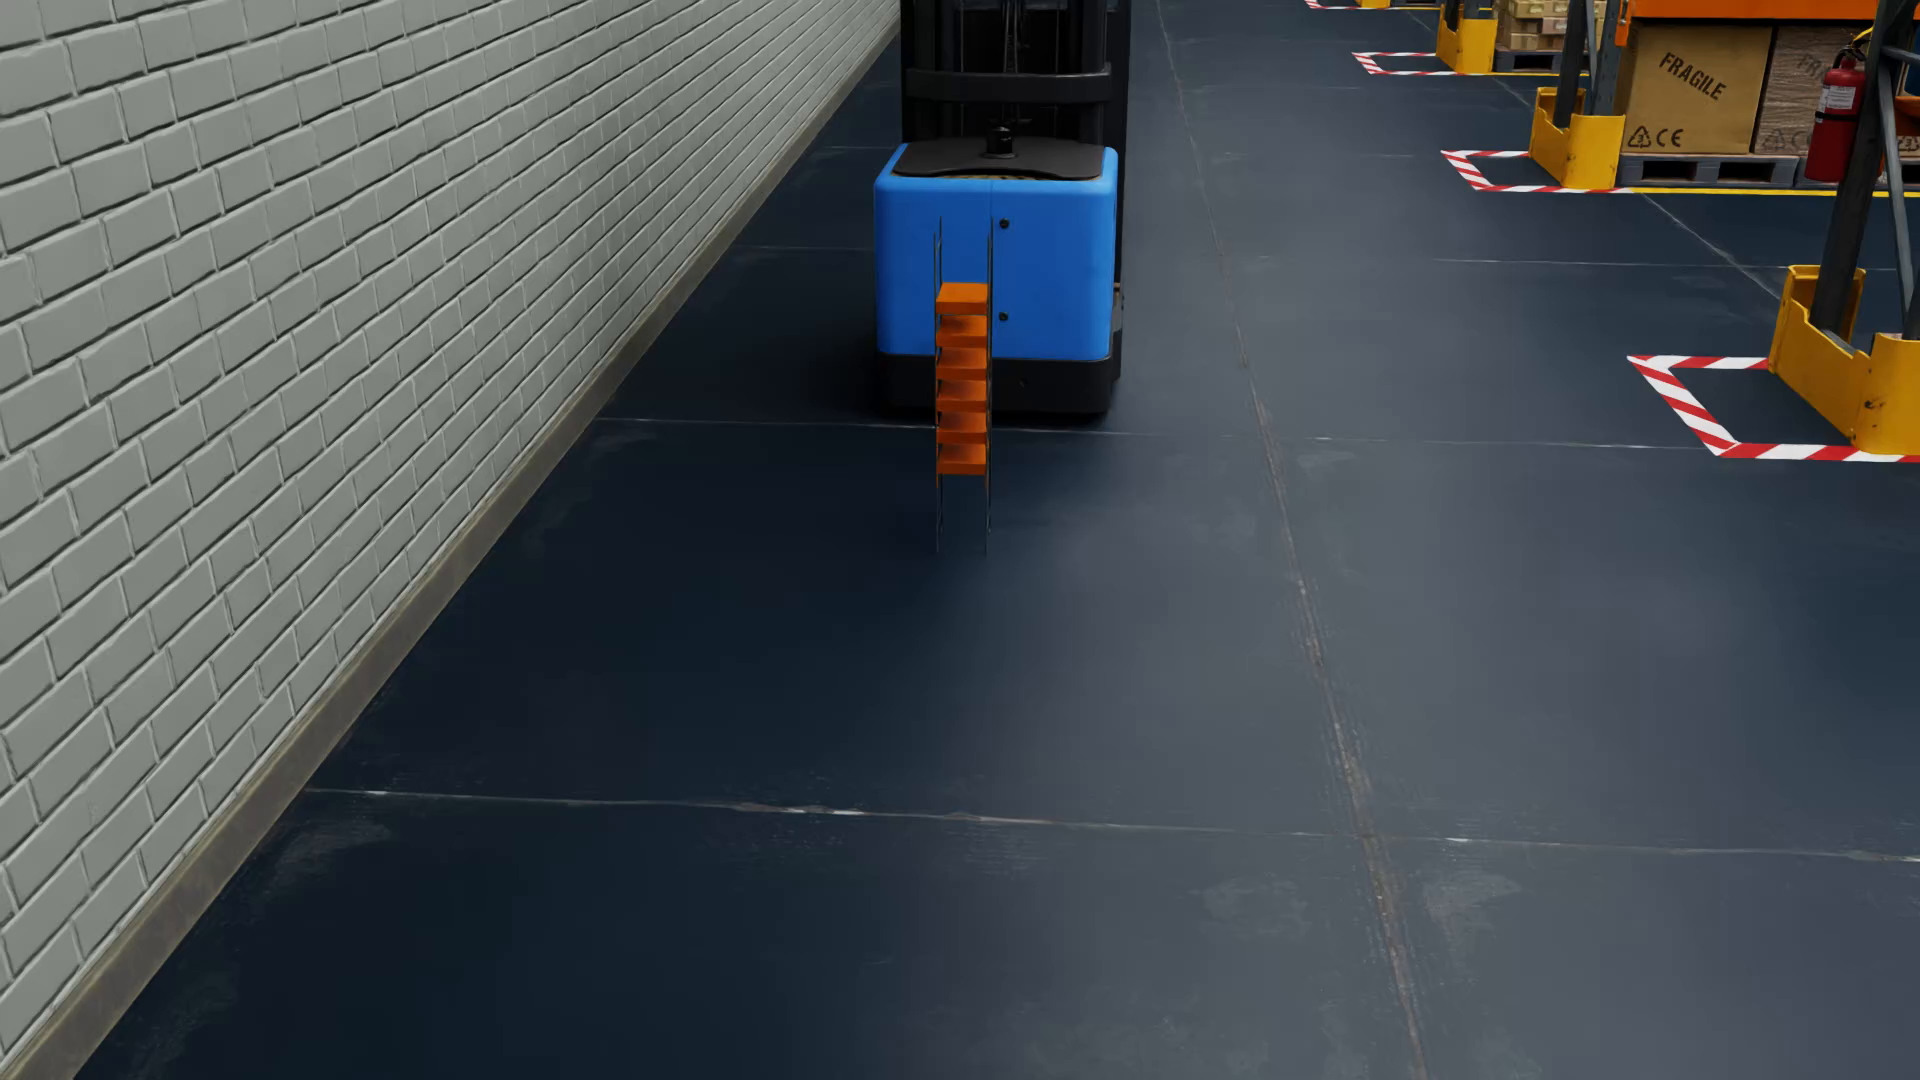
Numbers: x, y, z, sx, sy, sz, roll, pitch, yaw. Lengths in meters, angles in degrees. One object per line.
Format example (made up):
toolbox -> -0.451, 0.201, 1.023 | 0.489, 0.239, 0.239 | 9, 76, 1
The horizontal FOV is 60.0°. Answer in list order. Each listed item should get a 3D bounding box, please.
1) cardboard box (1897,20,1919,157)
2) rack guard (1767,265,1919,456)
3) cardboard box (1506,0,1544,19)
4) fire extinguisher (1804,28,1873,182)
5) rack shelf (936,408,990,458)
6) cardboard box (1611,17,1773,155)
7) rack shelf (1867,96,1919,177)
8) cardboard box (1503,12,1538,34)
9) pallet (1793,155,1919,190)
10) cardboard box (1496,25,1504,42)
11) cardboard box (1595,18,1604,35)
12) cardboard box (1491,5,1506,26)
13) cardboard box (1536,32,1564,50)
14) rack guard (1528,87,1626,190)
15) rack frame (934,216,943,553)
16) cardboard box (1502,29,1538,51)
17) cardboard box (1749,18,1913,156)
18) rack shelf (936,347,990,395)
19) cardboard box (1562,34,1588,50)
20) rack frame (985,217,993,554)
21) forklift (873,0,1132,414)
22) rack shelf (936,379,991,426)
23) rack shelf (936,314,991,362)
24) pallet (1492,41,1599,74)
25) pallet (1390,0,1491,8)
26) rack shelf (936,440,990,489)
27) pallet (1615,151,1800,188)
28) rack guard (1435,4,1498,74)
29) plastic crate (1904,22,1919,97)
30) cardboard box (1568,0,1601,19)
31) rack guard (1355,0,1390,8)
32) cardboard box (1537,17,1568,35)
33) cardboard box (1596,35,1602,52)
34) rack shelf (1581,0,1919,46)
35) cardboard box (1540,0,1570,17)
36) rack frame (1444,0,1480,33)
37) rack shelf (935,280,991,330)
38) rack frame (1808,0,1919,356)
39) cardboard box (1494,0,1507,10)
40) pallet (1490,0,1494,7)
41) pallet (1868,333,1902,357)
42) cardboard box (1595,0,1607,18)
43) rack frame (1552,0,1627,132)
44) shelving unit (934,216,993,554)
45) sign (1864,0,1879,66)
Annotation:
cardboard box -> 6.880, -3.215, 11.687 | 0.875, 0.875, 0.875 | 2, 25, 4
rack guard -> 4.037, -0.829, 7.454 | 0.348, 0.500, 1.175 | 2, 25, 4
cardboard box -> 5.418, -5.105, 15.953 | 0.250, 0.149, 0.380 | 1, 25, 2
fire extinguisher -> 3.946, -1.959, 7.458 | 0.183, 0.674, 0.296 | 2, 25, 4
rack shelf -> 0.014, -0.395, 6.067 | 0.180, 0.103, 0.258 | 2, 25, 4
cardboard box -> 5.085, -3.272, 11.812 | 0.875, 0.875, 0.875 | 2, 25, 4
rack shelf -> 6.056, -1.579, 6.953 | 4.000, 0.370, 1.077 | 2, 25, 4
cardboard box -> 5.424, -5.005, 16.091 | 0.250, 0.149, 0.380 | 3, 25, 6
pallet -> 6.457, -2.734, 11.939 | 1.213, 0.211, 1.003 | 2, 25, 4
cardboard box -> 5.462, -5.064, 16.574 | 0.250, 0.149, 0.380 | 2, 25, 5
cardboard box -> 6.191, -4.948, 15.968 | 0.250, 0.149, 0.380 | 3, 25, 6
cardboard box -> 5.470, -5.231, 16.581 | 0.250, 0.149, 0.380 | 1, 25, 3
cardboard box -> 5.687, -4.869, 16.151 | 0.250, 0.149, 0.380 | 2, 25, 4
rack guard -> 4.417, -2.899, 11.952 | 0.348, 0.500, 1.175 | 2, 25, 4
rack frame -> -0.077, -0.548, 6.005 | 0.006, 1.200, 0.240 | 2, 25, 4
cardboard box -> 5.419, -4.843, 16.095 | 0.250, 0.149, 0.380 | 2, 25, 5
cardboard box -> 5.993, -3.243, 11.749 | 0.875, 0.875, 0.875 | 2, 25, 4
rack shelf -> 0.014, -0.613, 5.967 | 0.180, 0.103, 0.258 | 2, 25, 4
cardboard box -> 5.935, -4.864, 16.140 | 0.250, 0.149, 0.380 | 2, 25, 5
rack frame -> 0.106, -0.542, 5.992 | 0.006, 1.200, 0.240 | 2, 25, 4
forklift -> 0.289, -2.467, 8.105 | 1.130, 2.935, 3.031 | 3, 25, 6
rack shelf -> 0.014, -0.504, 6.017 | 0.180, 0.103, 0.258 | 2, 25, 4
rack shelf -> 0.014, -0.722, 5.916 | 0.180, 0.103, 0.258 | 2, 25, 4
pallet -> 5.805, -4.788, 16.403 | 1.213, 0.211, 1.003 | 2, 25, 4
pallet -> 6.003, -6.904, 21.003 | 1.213, 0.211, 1.003 | 2, 25, 4
rack shelf -> 0.014, -0.286, 6.117 | 0.180, 0.103, 0.258 | 2, 25, 4
pallet -> 5.244, -2.774, 12.026 | 1.213, 0.211, 1.003 | 2, 25, 4
rack guard -> 4.997, -4.960, 16.431 | 0.348, 0.500, 1.175 | 2, 25, 4
plastic crate -> 4.410, -2.080, 7.068 | 0.499, 0.435, 0.616 | 2, 25, 4
cardboard box -> 5.943, -5.085, 15.910 | 0.250, 0.149, 0.380 | 2, 25, 4
rack guard -> 5.176, -7.029, 20.929 | 0.348, 0.500, 1.175 | 2, 25, 4
cardboard box -> 5.693, -4.973, 16.021 | 0.250, 0.149, 0.380 | 2, 25, 4
cardboard box -> 6.181, -4.810, 16.023 | 0.250, 0.149, 0.380 | 2, 25, 5
rack shelf -> 6.435, -3.643, 11.439 | 4.000, 0.370, 1.077 | 2, 25, 4
cardboard box -> 5.702, -5.147, 16.043 | 0.250, 0.149, 0.380 | 2, 25, 5
rack frame -> 4.922, -6.098, 15.914 | 0.127, 3.000, 1.000 | 2, 25, 4
rack shelf -> 0.014, -0.831, 5.866 | 0.180, 0.103, 0.258 | 2, 25, 4
rack frame -> 4.062, -1.970, 6.942 | 0.127, 3.000, 1.000 | 2, 25, 4
cardboard box -> 5.469, -5.352, 16.490 | 0.250, 0.149, 0.380 | 2, 25, 5
pallet -> 7.216, -6.864, 20.915 | 1.213, 0.211, 1.003 | 2, 25, 4
pallet -> 4.881, -0.660, 7.432 | 1.213, 0.211, 1.003 | 2, 25, 4
cardboard box -> 6.197, -5.112, 15.967 | 0.250, 0.149, 0.380 | 1, 25, 1
rack frame -> 4.441, -4.034, 11.428 | 0.127, 3.000, 1.000 | 2, 25, 4
shelving unit -> 0.014, -0.545, 5.998 | 0.189, 1.200, 0.258 | 2, 25, 4
sign -> 4.088, -2.273, 7.407 | 0.005, 0.325, 0.100 | 2, 25, 4
